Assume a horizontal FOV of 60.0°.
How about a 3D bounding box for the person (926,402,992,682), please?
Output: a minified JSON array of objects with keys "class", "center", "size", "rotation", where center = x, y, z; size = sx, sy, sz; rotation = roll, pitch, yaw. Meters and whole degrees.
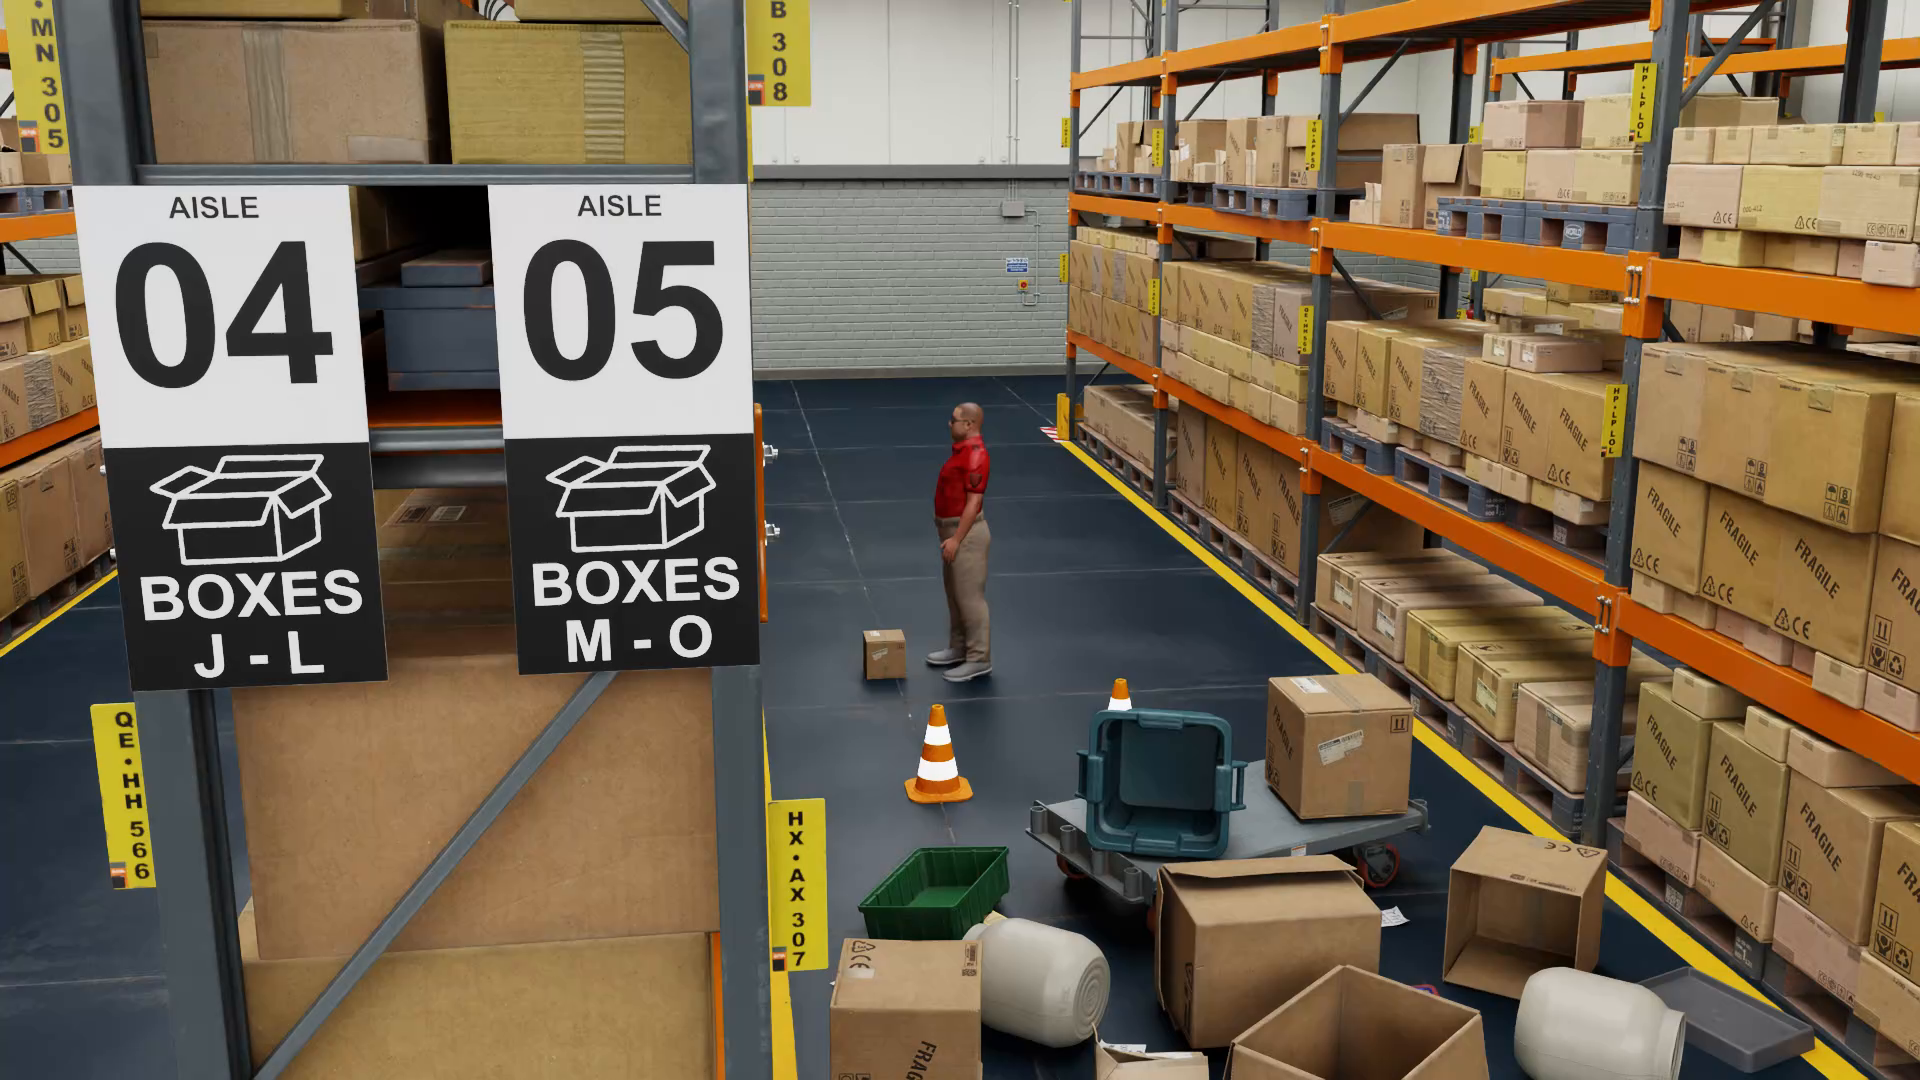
[{"class":"person","center":[-0.010,-0.008,10.541],"size":[0.393,1.737,0.534],"rotation":[-2,13,-8]}]
